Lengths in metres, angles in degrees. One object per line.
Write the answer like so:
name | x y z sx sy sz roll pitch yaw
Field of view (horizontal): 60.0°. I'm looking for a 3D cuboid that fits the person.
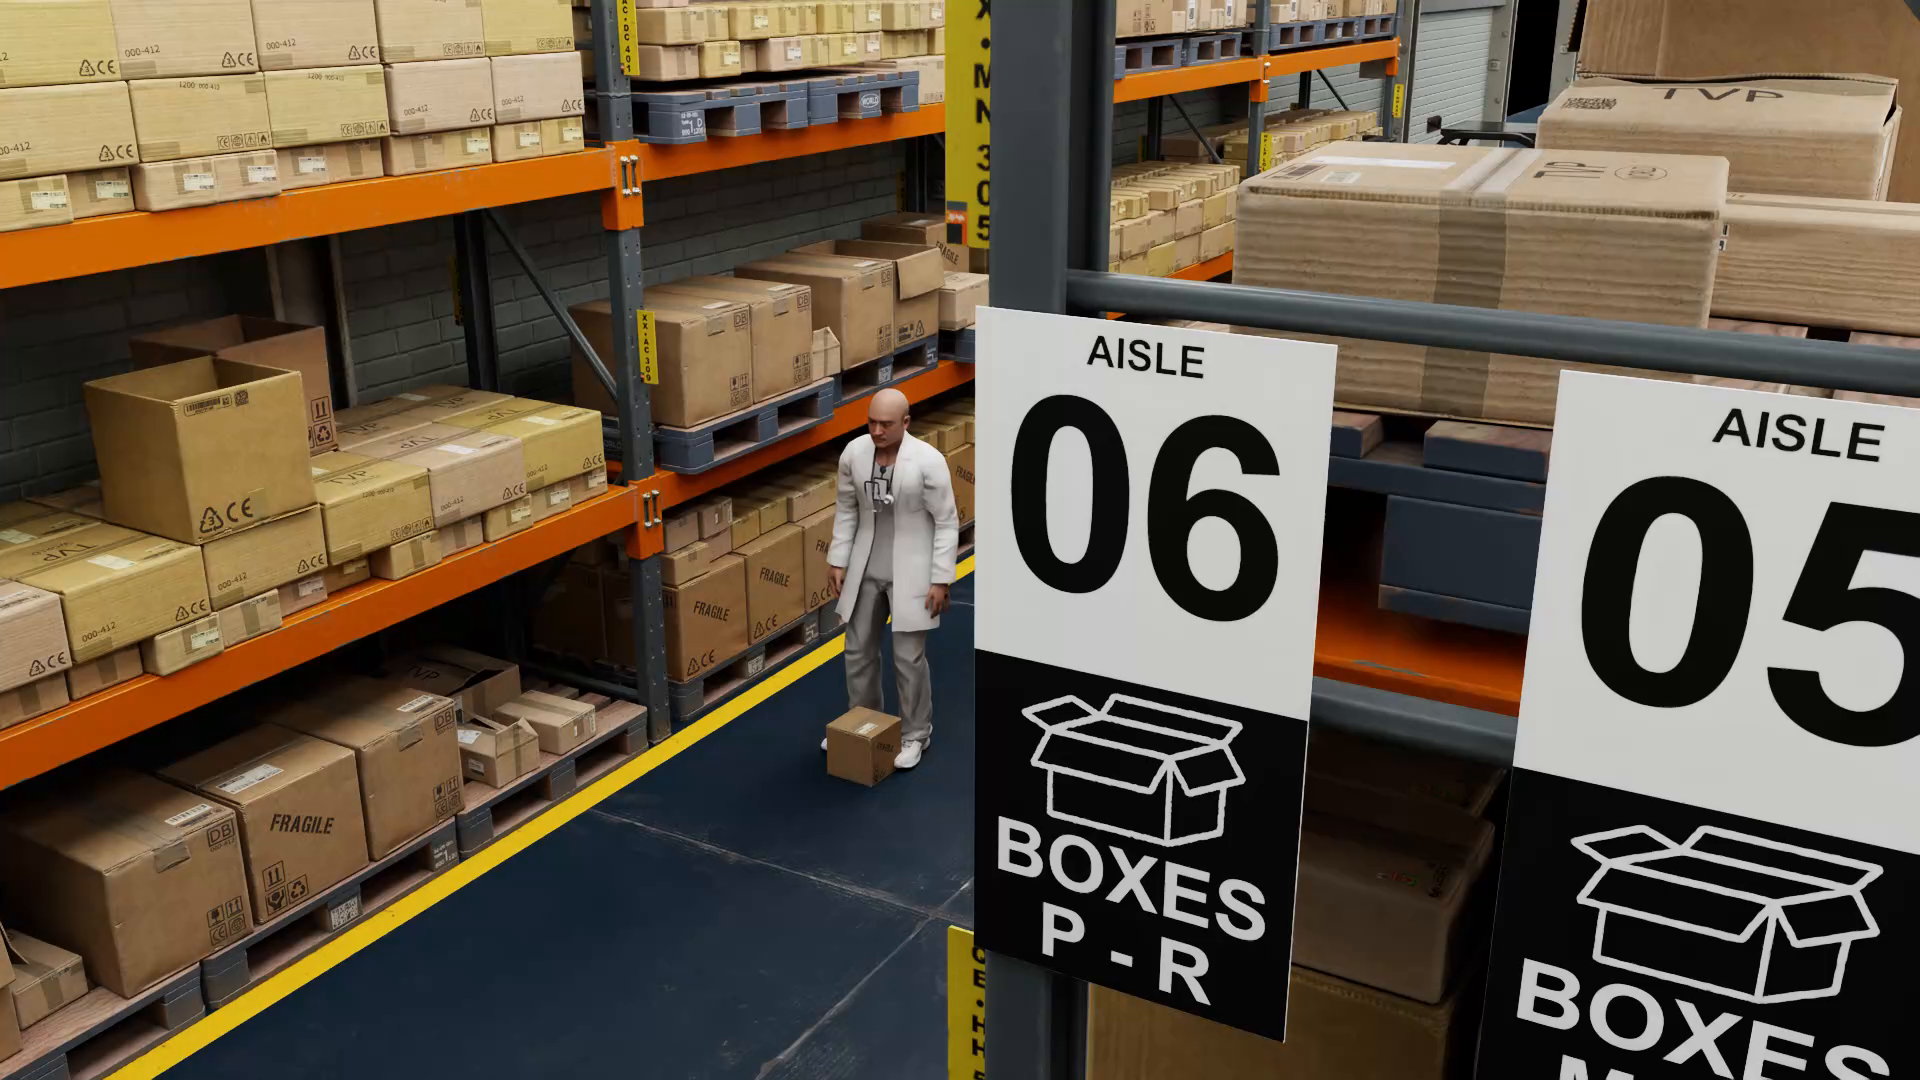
person | -0.316 0.163 7.619 0.654 1.774 0.408 9 21 25
